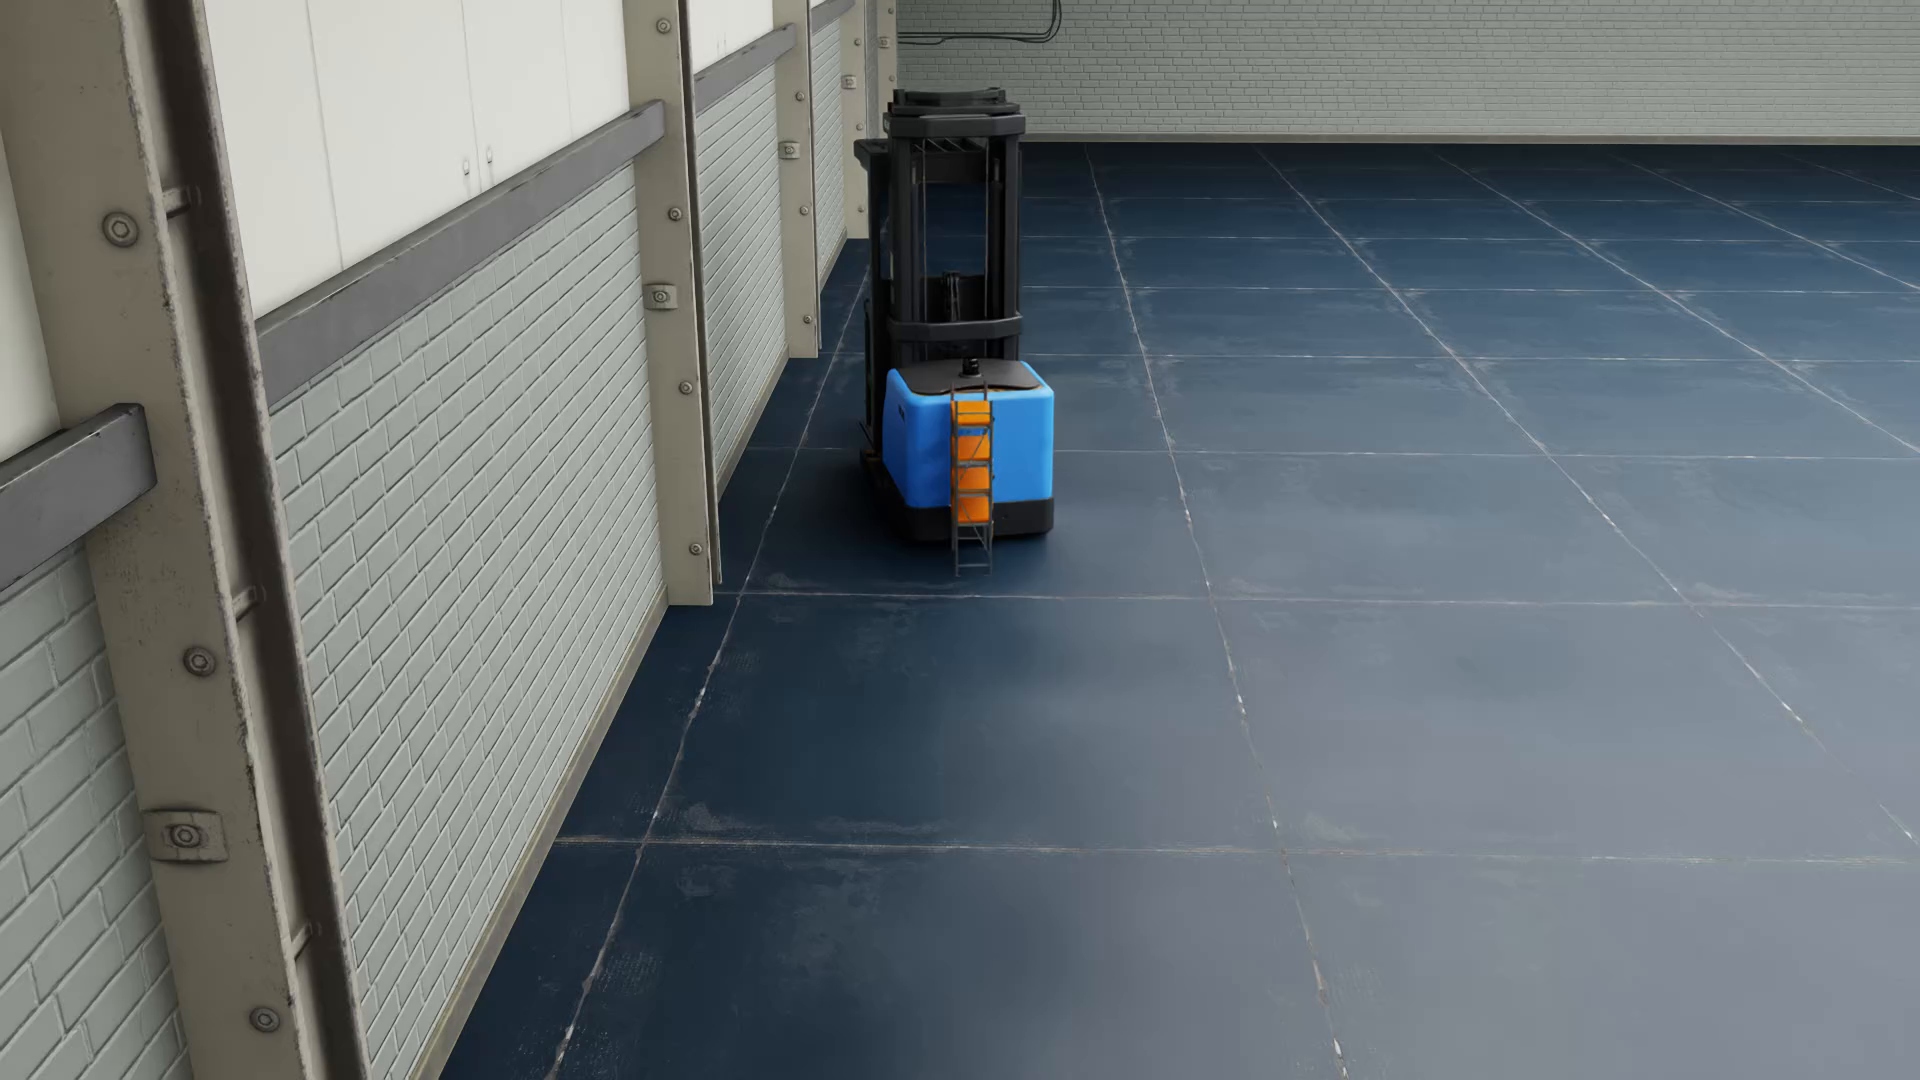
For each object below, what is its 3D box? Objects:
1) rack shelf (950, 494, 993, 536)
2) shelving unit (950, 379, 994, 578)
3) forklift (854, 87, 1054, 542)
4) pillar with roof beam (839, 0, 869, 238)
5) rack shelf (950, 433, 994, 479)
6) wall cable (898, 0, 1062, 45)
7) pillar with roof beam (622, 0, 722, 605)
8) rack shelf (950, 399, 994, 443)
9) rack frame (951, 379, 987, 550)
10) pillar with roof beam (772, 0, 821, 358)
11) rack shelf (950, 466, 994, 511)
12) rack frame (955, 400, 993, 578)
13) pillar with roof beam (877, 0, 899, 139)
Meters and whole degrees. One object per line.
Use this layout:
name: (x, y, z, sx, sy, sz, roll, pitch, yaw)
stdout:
rack shelf: (0.074, -0.157, 11.010, 0.258, 0.148, 0.480, -1, 21, -3)
shelving unit: (0.074, -0.405, 10.914, 0.258, 1.200, 0.503, -1, 21, -3)
forklift: (-0.160, -1.856, 12.261, 1.130, 2.935, 3.031, -4, 22, -11)
pillar with roof beam: (2.956, -8.148, 20.090, 9.100, 9.000, 0.400, 1, 21, 2)
rack shelf: (0.074, -0.551, 10.857, 0.258, 0.148, 0.480, -1, 21, -3)
wall cable: (0.247, -9.968, 29.072, 3.097, 2.526, 0.112, 1, 21, 2)
pillar with roof beam: (2.591, -3.810, 8.907, 9.100, 9.000, 0.400, 1, 21, 2)
rack shelf: (0.074, -0.771, 10.772, 0.258, 0.148, 0.480, -1, 21, -3)
rack frame: (0.060, -0.493, 11.141, 0.240, 1.200, 0.015, -1, 21, -3)
pillar with roof beam: (2.774, -5.979, 14.499, 9.100, 9.000, 0.400, 1, 21, 2)
rack shelf: (0.074, -0.342, 10.938, 0.258, 0.148, 0.480, -1, 21, -3)
rack frame: (0.088, -0.317, 10.687, 0.240, 1.200, 0.015, -1, 21, -3)
pillar with roof beam: (3.139, -10.318, 25.681, 9.100, 9.000, 0.400, 1, 21, 2)
